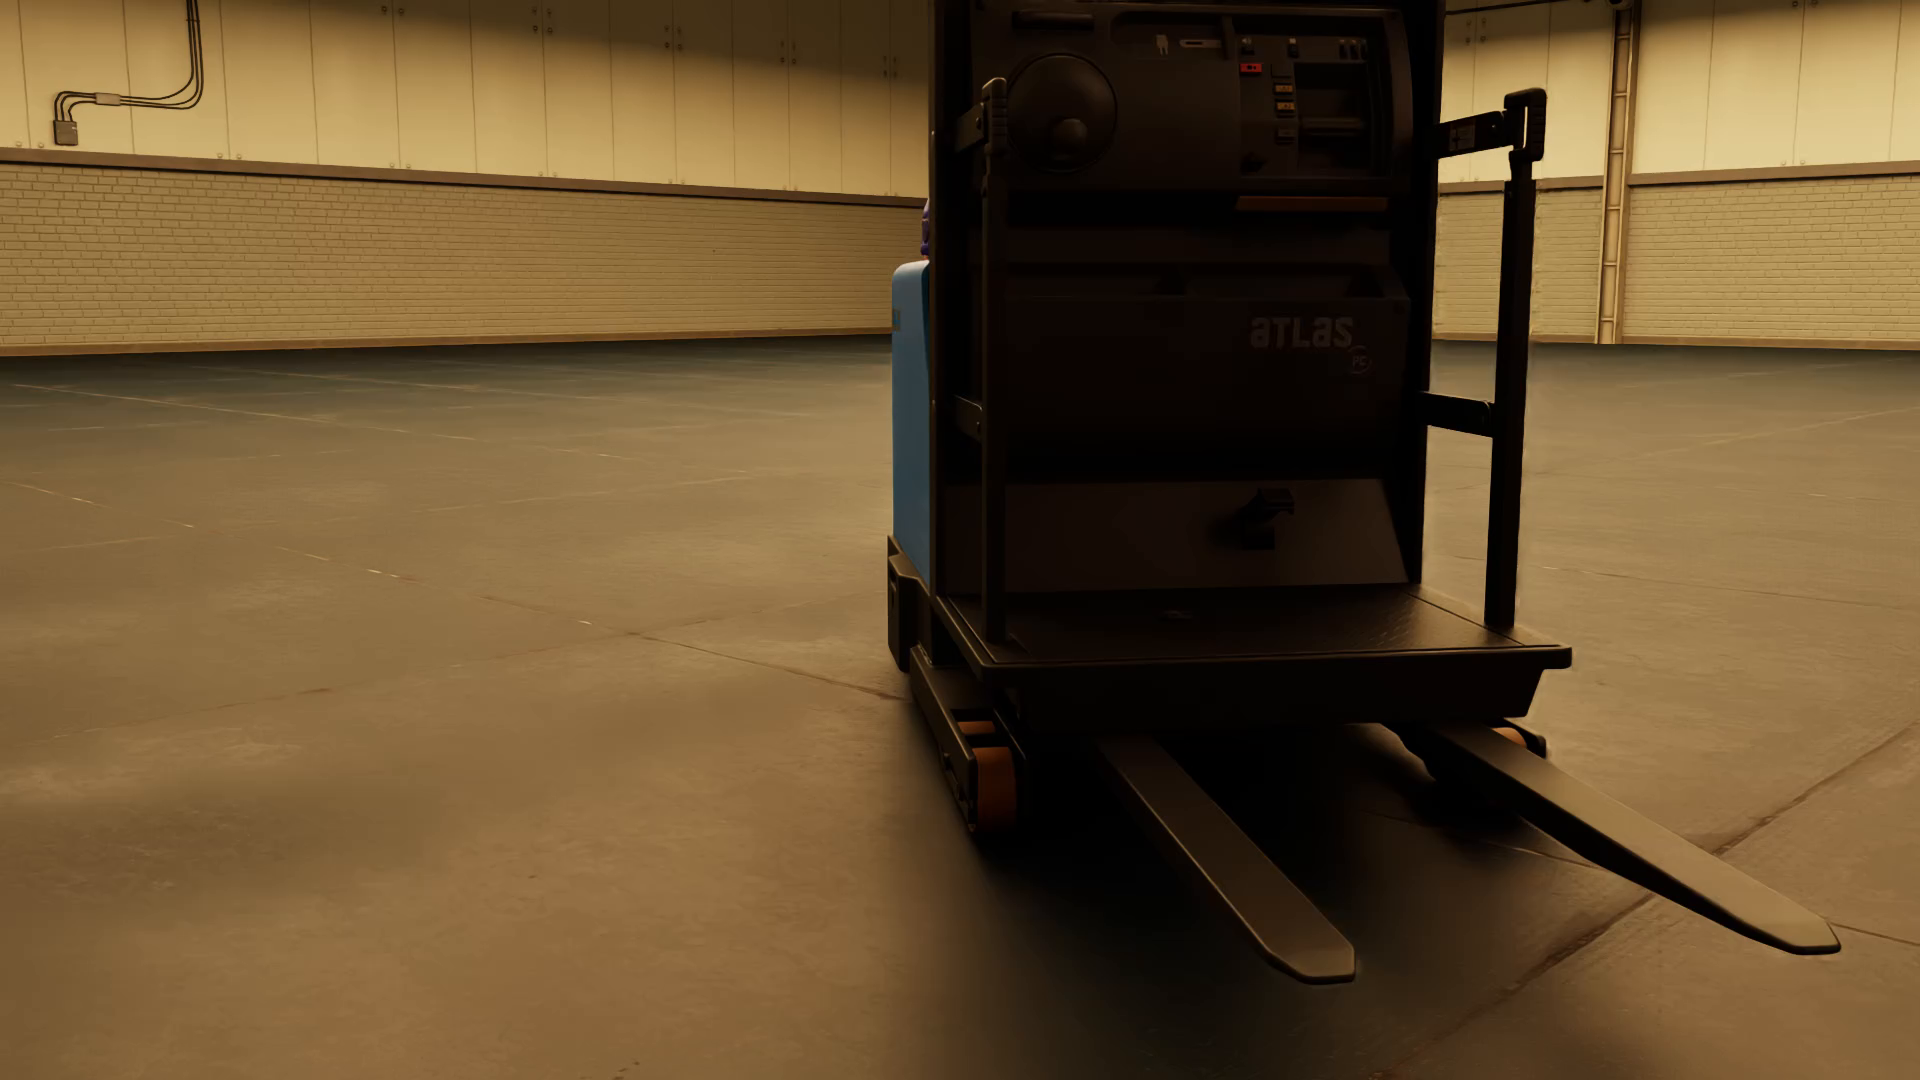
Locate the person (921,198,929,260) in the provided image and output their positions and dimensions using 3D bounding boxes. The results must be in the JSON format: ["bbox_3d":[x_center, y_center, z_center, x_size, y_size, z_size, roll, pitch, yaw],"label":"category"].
[{"bbox_3d":[-0.049,-0.837,6.668,0.504,1.655,0.569,8,12,43],"label":"person"}]

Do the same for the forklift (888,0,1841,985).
[{"bbox_3d":[0.513,-0.958,3.236,1.130,2.935,3.031,-1,9,-8],"label":"forklift"}]
